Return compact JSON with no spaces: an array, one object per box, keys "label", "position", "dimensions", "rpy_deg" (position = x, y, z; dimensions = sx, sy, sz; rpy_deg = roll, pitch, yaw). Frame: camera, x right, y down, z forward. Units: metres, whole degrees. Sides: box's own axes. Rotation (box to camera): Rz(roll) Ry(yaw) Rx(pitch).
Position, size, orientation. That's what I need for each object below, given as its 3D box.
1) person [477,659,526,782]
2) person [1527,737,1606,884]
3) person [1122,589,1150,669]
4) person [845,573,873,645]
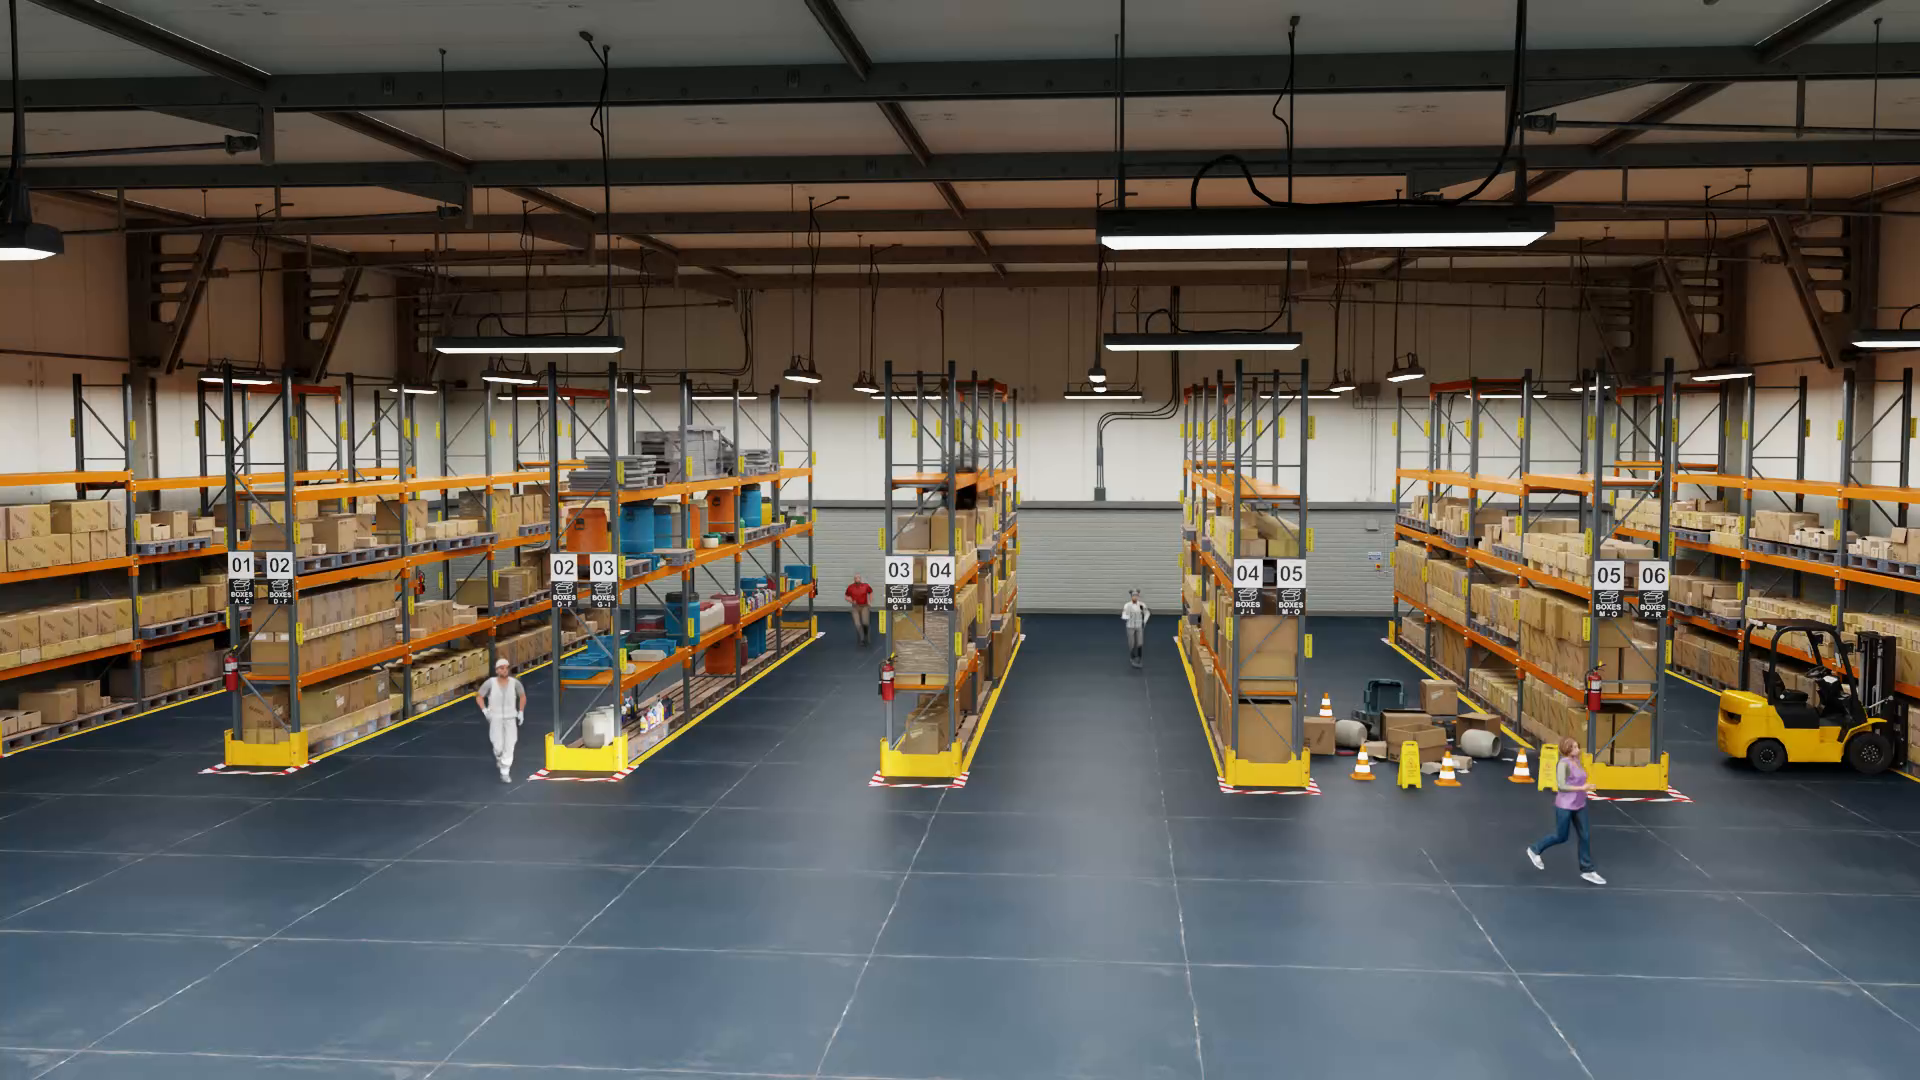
[{"label":"person","position":[-6.565,2.570,23.858],"dimensions":[0.694,1.751,0.566],"rpy_deg":[-1,4,-21]},{"label":"person","position":[6.766,2.976,18.501],"dimensions":[0.544,1.586,0.879],"rpy_deg":[-3,5,-41]},{"label":"person","position":[3.692,1.873,34.895],"dimensions":[0.595,1.689,0.619],"rpy_deg":[0,4,4]},{"label":"person","position":[-2.343,1.614,38.669],"dimensions":[0.656,1.681,0.565],"rpy_deg":[0,4,-2]}]
